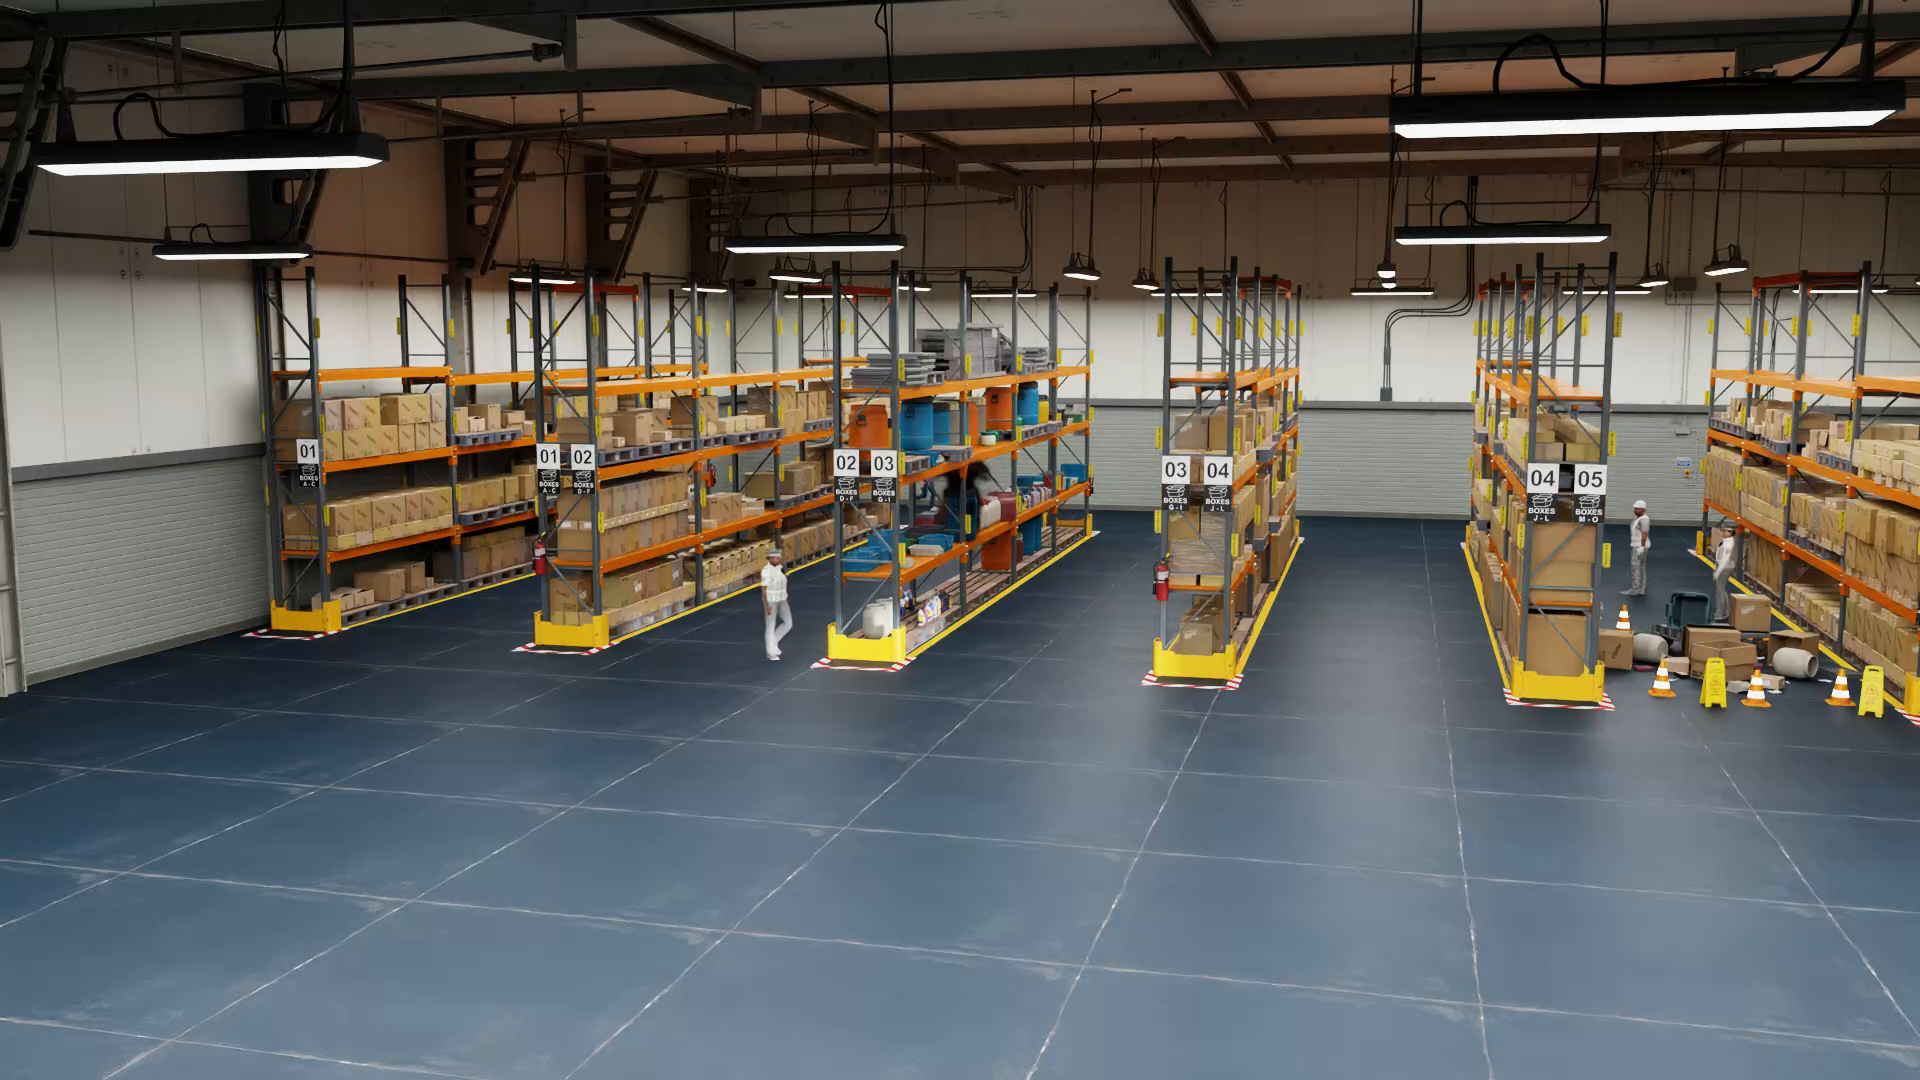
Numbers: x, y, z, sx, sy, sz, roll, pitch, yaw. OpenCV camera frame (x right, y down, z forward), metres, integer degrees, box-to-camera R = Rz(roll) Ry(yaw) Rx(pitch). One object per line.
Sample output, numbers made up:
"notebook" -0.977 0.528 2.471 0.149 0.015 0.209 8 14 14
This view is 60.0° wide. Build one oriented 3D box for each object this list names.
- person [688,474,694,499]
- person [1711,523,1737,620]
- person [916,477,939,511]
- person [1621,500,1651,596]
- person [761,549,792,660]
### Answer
"person" -6.382 -0.740 38.884 0.450 1.633 0.962 3 8 20
"person" 13.116 0.564 28.623 0.419 1.720 0.525 7 10 42
"person" -0.947 -1.547 45.852 0.808 1.464 0.506 4 8 30
"person" 12.816 0.142 31.425 0.452 1.789 0.612 5 9 33
"person" -2.819 0.963 25.355 0.485 1.676 0.583 6 9 39
